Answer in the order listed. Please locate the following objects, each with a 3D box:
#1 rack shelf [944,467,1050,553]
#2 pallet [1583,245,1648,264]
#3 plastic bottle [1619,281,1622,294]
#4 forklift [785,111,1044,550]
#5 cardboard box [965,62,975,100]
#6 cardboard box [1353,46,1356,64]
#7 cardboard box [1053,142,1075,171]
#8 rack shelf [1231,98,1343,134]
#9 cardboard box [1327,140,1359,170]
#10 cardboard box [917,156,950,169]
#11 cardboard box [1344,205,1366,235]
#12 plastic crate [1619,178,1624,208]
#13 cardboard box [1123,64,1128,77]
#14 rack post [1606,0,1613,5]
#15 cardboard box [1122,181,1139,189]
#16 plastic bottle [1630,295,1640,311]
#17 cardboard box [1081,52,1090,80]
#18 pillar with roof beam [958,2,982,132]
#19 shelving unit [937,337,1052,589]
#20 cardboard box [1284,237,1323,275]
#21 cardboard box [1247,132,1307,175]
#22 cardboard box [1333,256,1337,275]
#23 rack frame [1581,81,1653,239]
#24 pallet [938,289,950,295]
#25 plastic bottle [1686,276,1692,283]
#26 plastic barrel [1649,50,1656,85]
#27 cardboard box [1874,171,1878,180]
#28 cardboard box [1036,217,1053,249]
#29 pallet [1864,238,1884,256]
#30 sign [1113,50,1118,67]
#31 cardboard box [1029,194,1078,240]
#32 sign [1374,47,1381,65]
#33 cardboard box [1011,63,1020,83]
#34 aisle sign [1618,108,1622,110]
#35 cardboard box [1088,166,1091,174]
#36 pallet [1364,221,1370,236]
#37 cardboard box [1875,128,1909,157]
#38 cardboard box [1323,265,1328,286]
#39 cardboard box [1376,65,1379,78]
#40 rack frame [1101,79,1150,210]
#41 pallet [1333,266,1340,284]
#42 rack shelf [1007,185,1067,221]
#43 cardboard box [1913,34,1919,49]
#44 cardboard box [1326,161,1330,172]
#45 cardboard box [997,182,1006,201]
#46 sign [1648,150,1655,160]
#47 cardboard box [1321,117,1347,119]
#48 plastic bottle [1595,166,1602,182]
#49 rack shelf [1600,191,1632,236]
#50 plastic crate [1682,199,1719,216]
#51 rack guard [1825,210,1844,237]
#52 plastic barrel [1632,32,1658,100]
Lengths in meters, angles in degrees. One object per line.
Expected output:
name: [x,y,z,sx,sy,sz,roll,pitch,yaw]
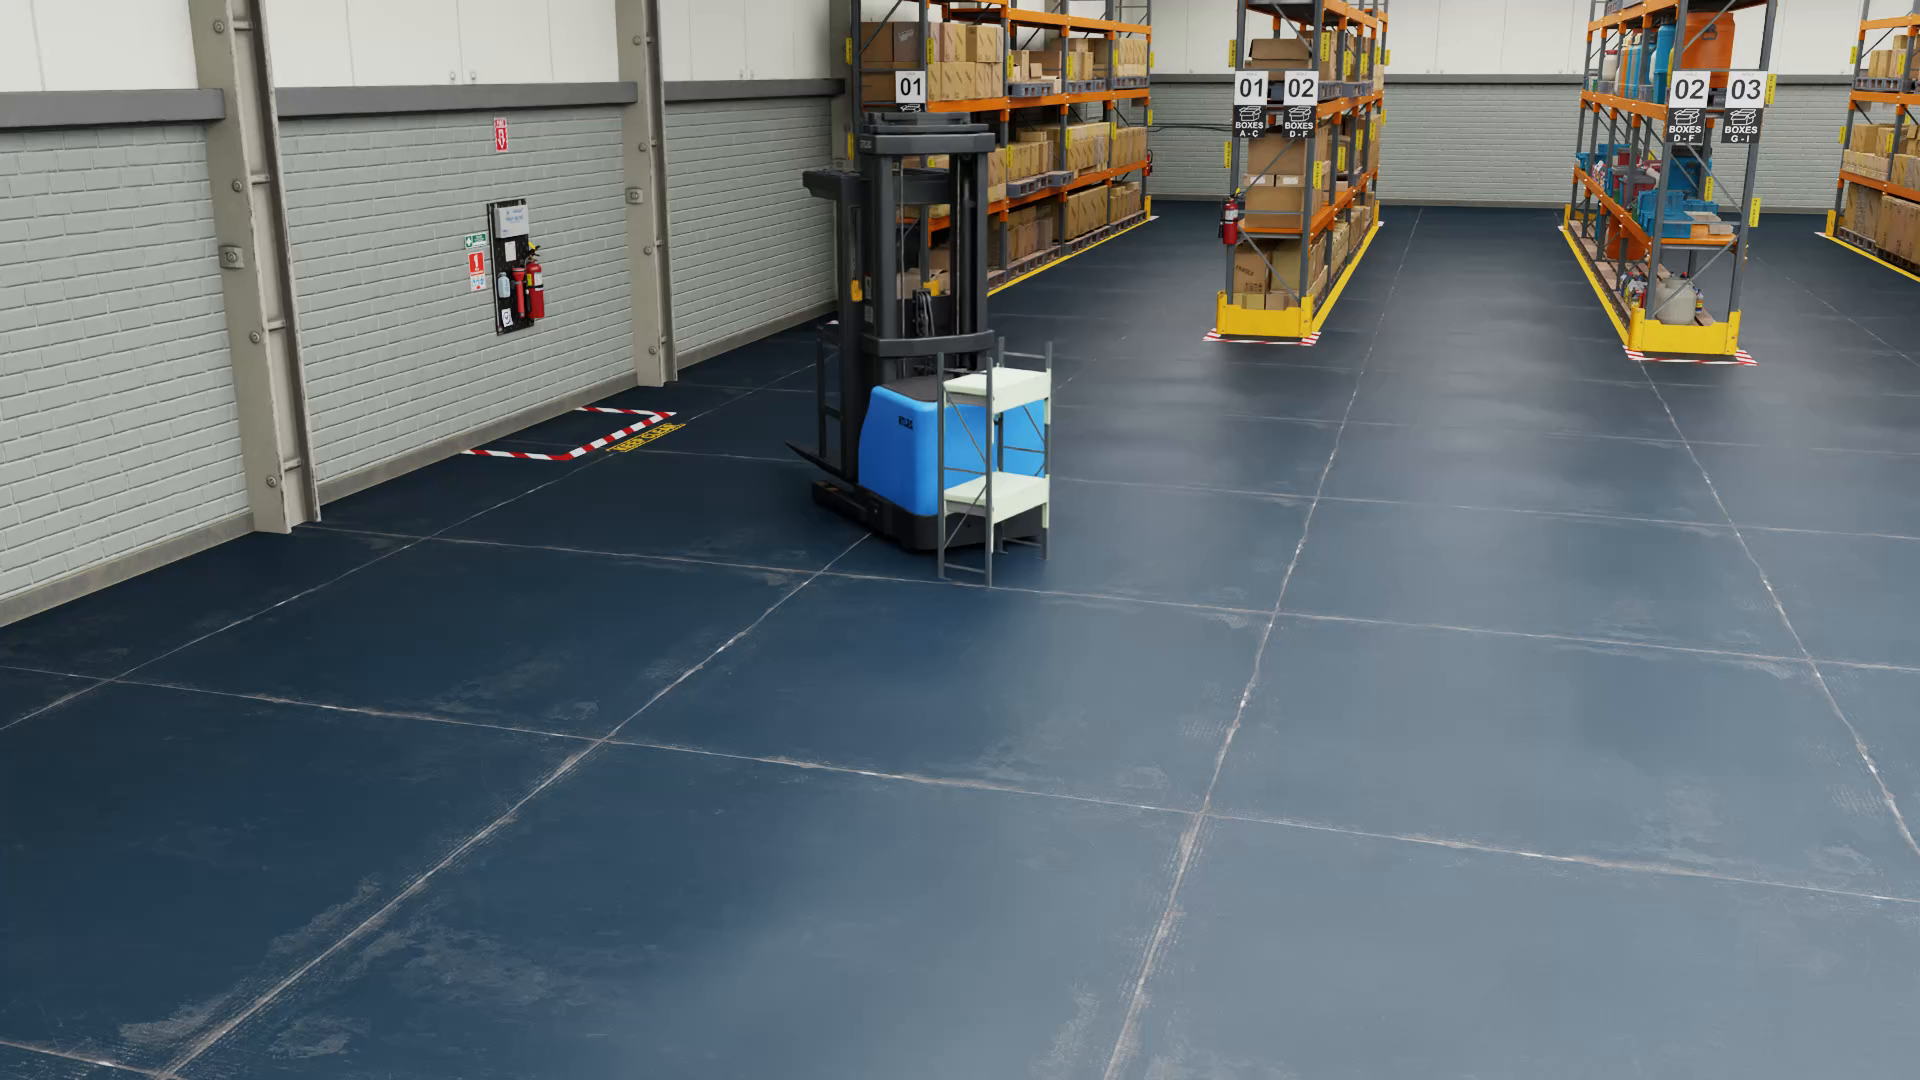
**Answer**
rack shelf: [0.230,-0.207,11.007,0.431,0.370,0.720,10,19,32]
pallet: [11.400,-4.952,28.903,1.003,0.211,1.213,5,16,16]
plastic bottle: [9.191,-3.509,23.027,0.097,0.201,0.097,0,16,0]
forklift: [-0.489,-1.696,12.437,1.130,2.935,3.031,-8,18,-26]
cardboard box: [-0.107,-6.426,23.272,0.500,0.500,0.500,6,17,19]
cardboard box: [6.874,-8.637,30.148,0.600,0.600,0.600,4,16,15]
cardboard box: [1.752,-6.843,29.692,0.500,0.500,0.500,5,17,18]
rack shelf: [4.414,-5.679,22.174,1.077,0.370,4.000,5,16,16]
cardboard box: [6.633,-6.800,29.352,0.700,0.500,0.500,8,18,26]
cardboard box: [-0.331,-4.970,22.718,0.500,0.500,0.500,5,16,16]
cardboard box: [7.391,-6.056,31.457,0.500,0.500,0.500,5,16,16]
plastic crate: [9.746,-5.025,24.077,0.392,0.384,0.575,5,16,16]
cardboard box: [3.113,-9.495,33.632,0.500,0.250,0.500,4,16,15]
rack post: [11.735,-9.445,28.775,0.937,0.300,0.954,4,16,15]
cardboard box: [3.678,-7.700,36.104,0.380,0.149,0.250,4,16,15]
plastic bottle: [8.696,-3.053,21.419,0.097,0.201,0.097,0,16,0]
cardboard box: [2.054,-8.912,31.264,0.700,0.500,0.500,4,16,15]
pillar with roof beam: [4.298,-8.814,26.413,9.100,9.000,0.400,5,16,16]
shelving unit: [0.230,-0.521,10.918,0.431,1.500,0.755,10,19,32]
cardboard box: [4.769,-3.946,23.138,0.500,0.500,0.500,5,16,16]
cardboard box: [4.006,-4.866,20.926,0.700,0.500,0.500,5,16,16]
cardboard box: [5.481,-4.204,25.424,0.500,0.250,0.500,5,17,17]
rack frame: [12.004,-6.813,30.352,1.000,3.000,0.127,5,16,16]
pallet: [-0.618,-3.330,23.182,1.003,0.211,1.213,5,16,16]
plastic bottle: [9.678,-3.332,22.126,0.144,0.351,0.185,5,16,16]
plastic barrel: [9.420,-6.321,22.147,0.421,0.512,0.421,0,16,0]
cardboard box: [16.672,-6.548,29.877,0.380,0.149,0.250,4,16,15]
cardboard box: [1.214,-5.351,28.973,0.700,0.500,0.500,5,17,17]
pallet: [17.044,-5.280,30.058,1.003,0.211,1.213,5,16,16]
sign: [3.029,-9.385,32.398,0.100,0.325,0.005,5,16,16]
cardboard box: [1.704,-5.885,30.249,0.750,0.750,0.750,4,16,15]
sign: [7.789,-9.037,31.027,0.100,0.325,0.005,5,16,16]
cardboard box: [0.639,-7.388,26.277,0.500,0.311,0.500,5,17,18]
aisle sign: [13.442,-9.106,33.673,0.394,0.787,0.004,5,16,16]
cardboard box: [2.278,-7.030,31.543,0.380,0.149,0.250,4,16,14]
pallet: [7.797,-6.356,33.852,1.003,0.211,1.213,5,16,16]
cardboard box: [16.774,-7.132,29.833,0.500,0.500,0.500,5,17,16]
cardboard box: [5.060,-3.846,24.161,0.500,0.250,0.500,5,16,16]
cardboard box: [7.926,-9.178,32.553,0.500,0.250,0.500,5,16,16]
rack frame: [3.642,-8.628,36.750,1.000,3.000,0.127,5,16,16]
pallet: [5.499,-4.279,26.530,1.003,0.211,1.213,5,16,16]
rack shelf: [0.801,-5.665,27.624,1.077,0.370,4.000,5,16,16]
cardboard box: [17.026,-8.776,29.267,0.500,0.250,0.500,4,16,12]
cardboard box: [5.111,-5.377,23.919,0.380,0.149,0.250,5,16,16]
cardboard box: [0.388,-5.278,25.179,0.500,0.250,0.500,5,16,16]
sign: [12.531,-6.903,30.162,0.100,0.325,0.005,5,16,16]
cardboard box: [7.295,-8.014,32.570,0.500,0.500,0.500,4,16,15]
plastic bottle: [11.244,-6.419,29.192,0.152,0.276,0.135,5,16,16]
rack shelf: [10.299,-4.897,24.916,1.077,0.370,4.000,5,16,16]
plastic crate: [9.677,-4.338,21.898,0.499,0.251,0.616,5,16,16]
rack guard: [17.897,-6.279,33.050,1.175,0.500,0.348,5,16,16]
plastic barrel: [9.667,-6.554,23.023,0.600,0.901,0.708,5,16,16]
